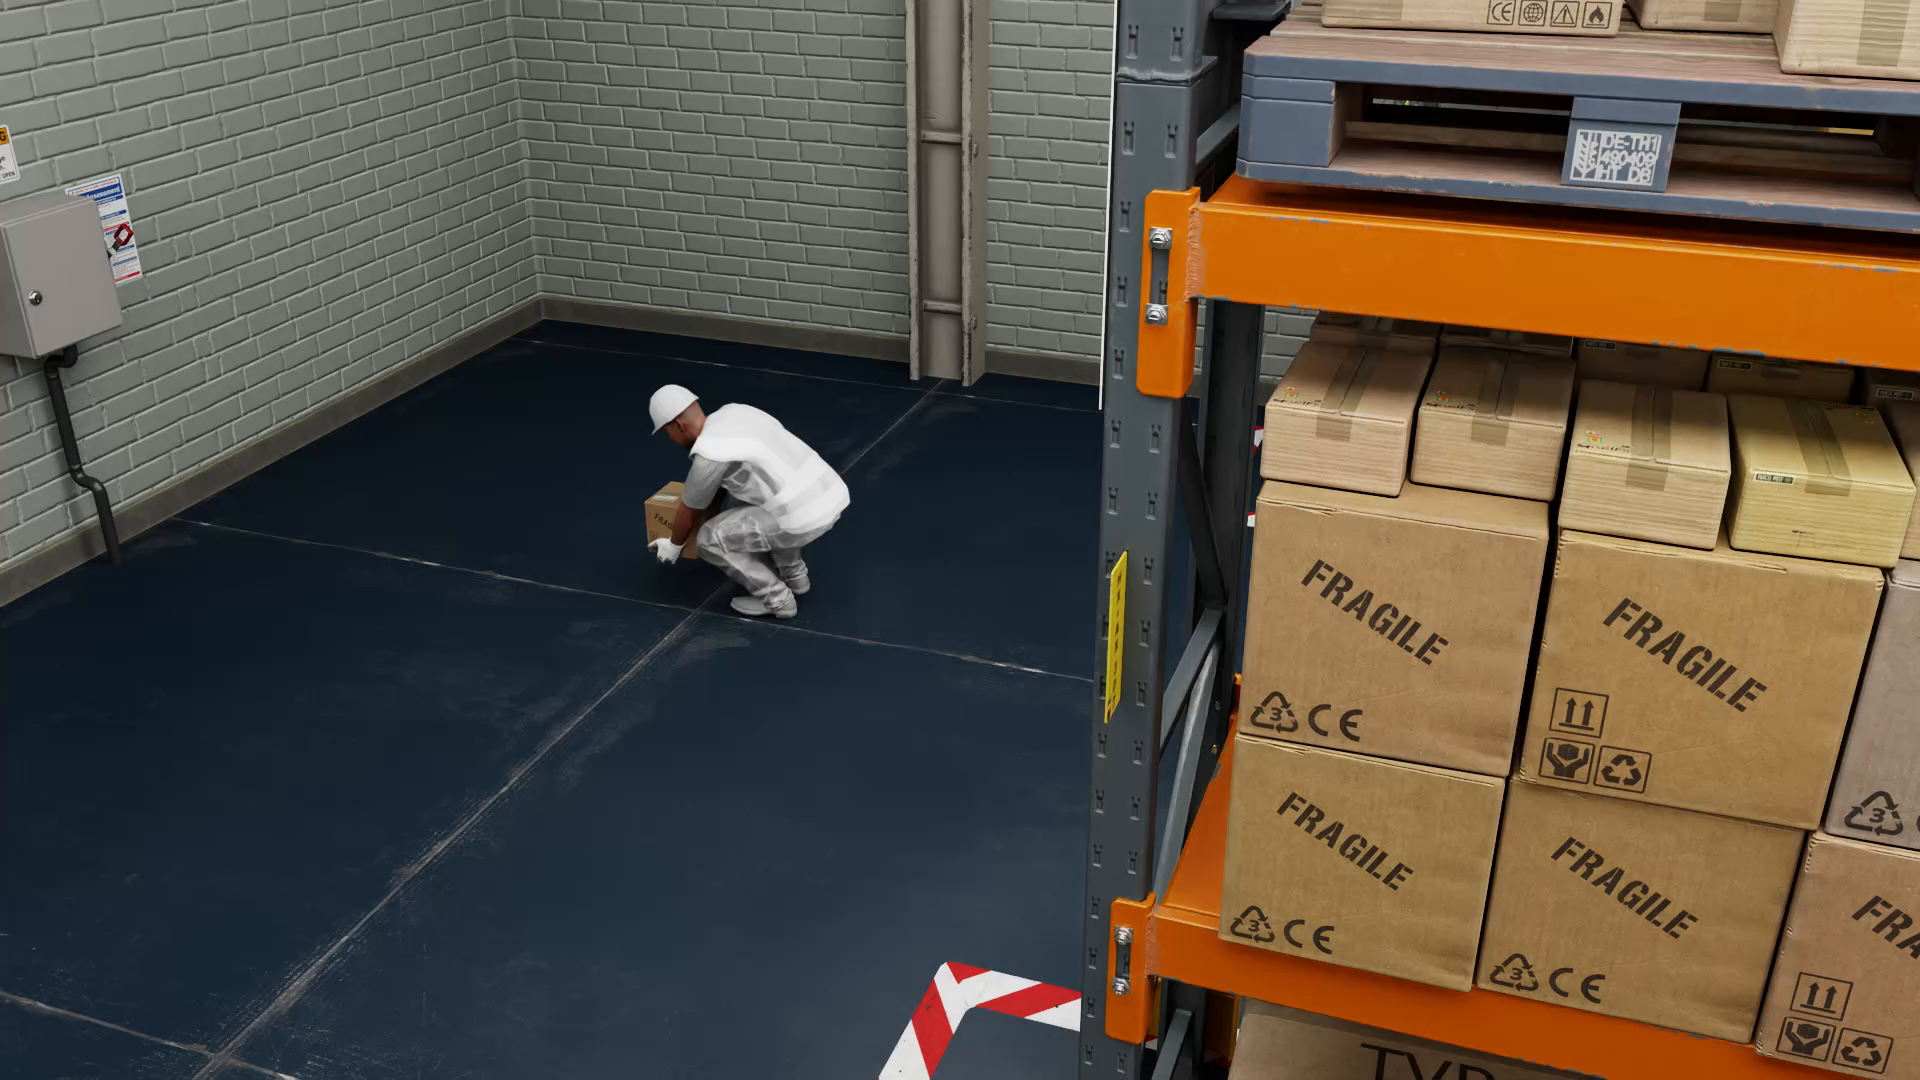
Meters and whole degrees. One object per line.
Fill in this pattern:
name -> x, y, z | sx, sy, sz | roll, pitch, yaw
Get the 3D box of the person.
person -> -0.956, -0.186, 7.390 | 0.896, 1.007, 0.555 | 8, 27, 16
